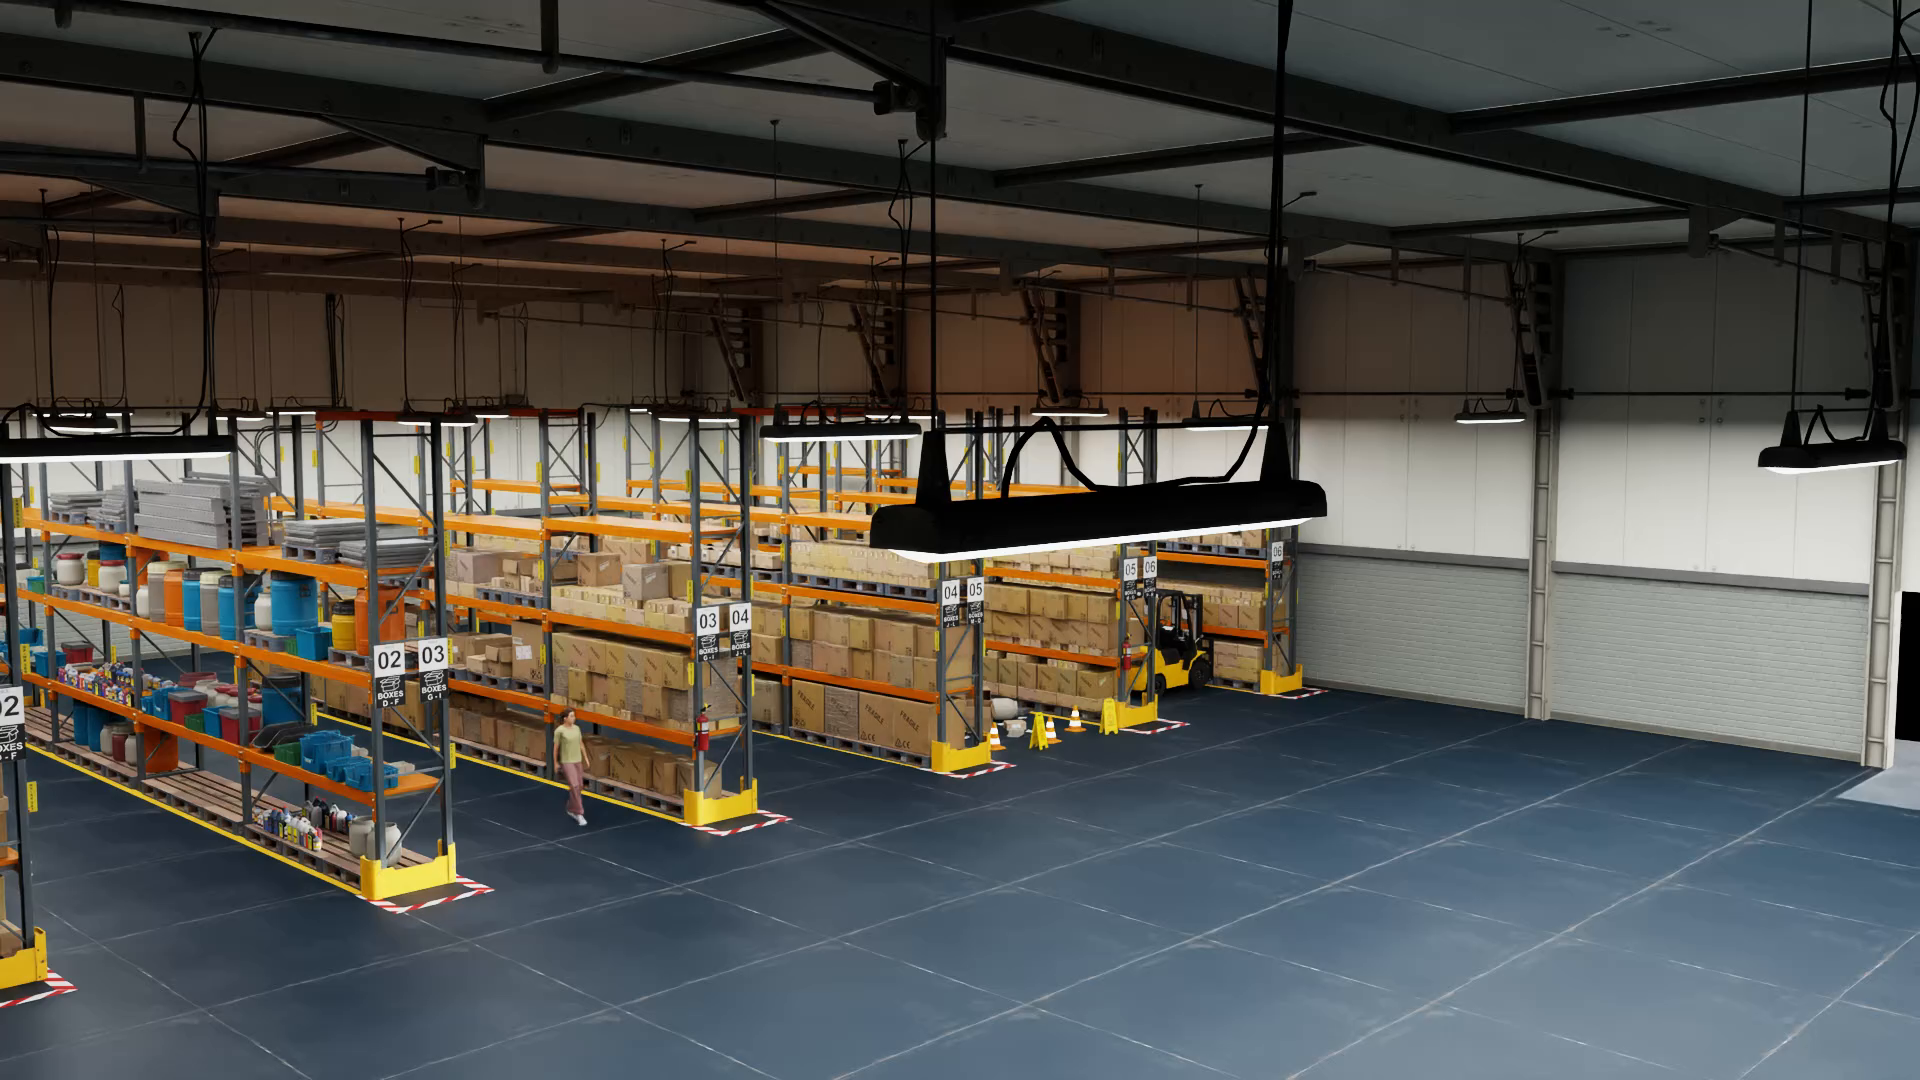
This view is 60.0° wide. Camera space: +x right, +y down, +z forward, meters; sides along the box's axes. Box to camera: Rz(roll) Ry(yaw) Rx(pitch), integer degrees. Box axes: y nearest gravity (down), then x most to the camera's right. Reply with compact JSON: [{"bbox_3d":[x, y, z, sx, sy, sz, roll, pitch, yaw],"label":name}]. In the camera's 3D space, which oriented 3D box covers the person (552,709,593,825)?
[{"bbox_3d":[-5.680,3.347,24.651,0.754,1.647,0.465,3,6,27],"label":"person"}]
